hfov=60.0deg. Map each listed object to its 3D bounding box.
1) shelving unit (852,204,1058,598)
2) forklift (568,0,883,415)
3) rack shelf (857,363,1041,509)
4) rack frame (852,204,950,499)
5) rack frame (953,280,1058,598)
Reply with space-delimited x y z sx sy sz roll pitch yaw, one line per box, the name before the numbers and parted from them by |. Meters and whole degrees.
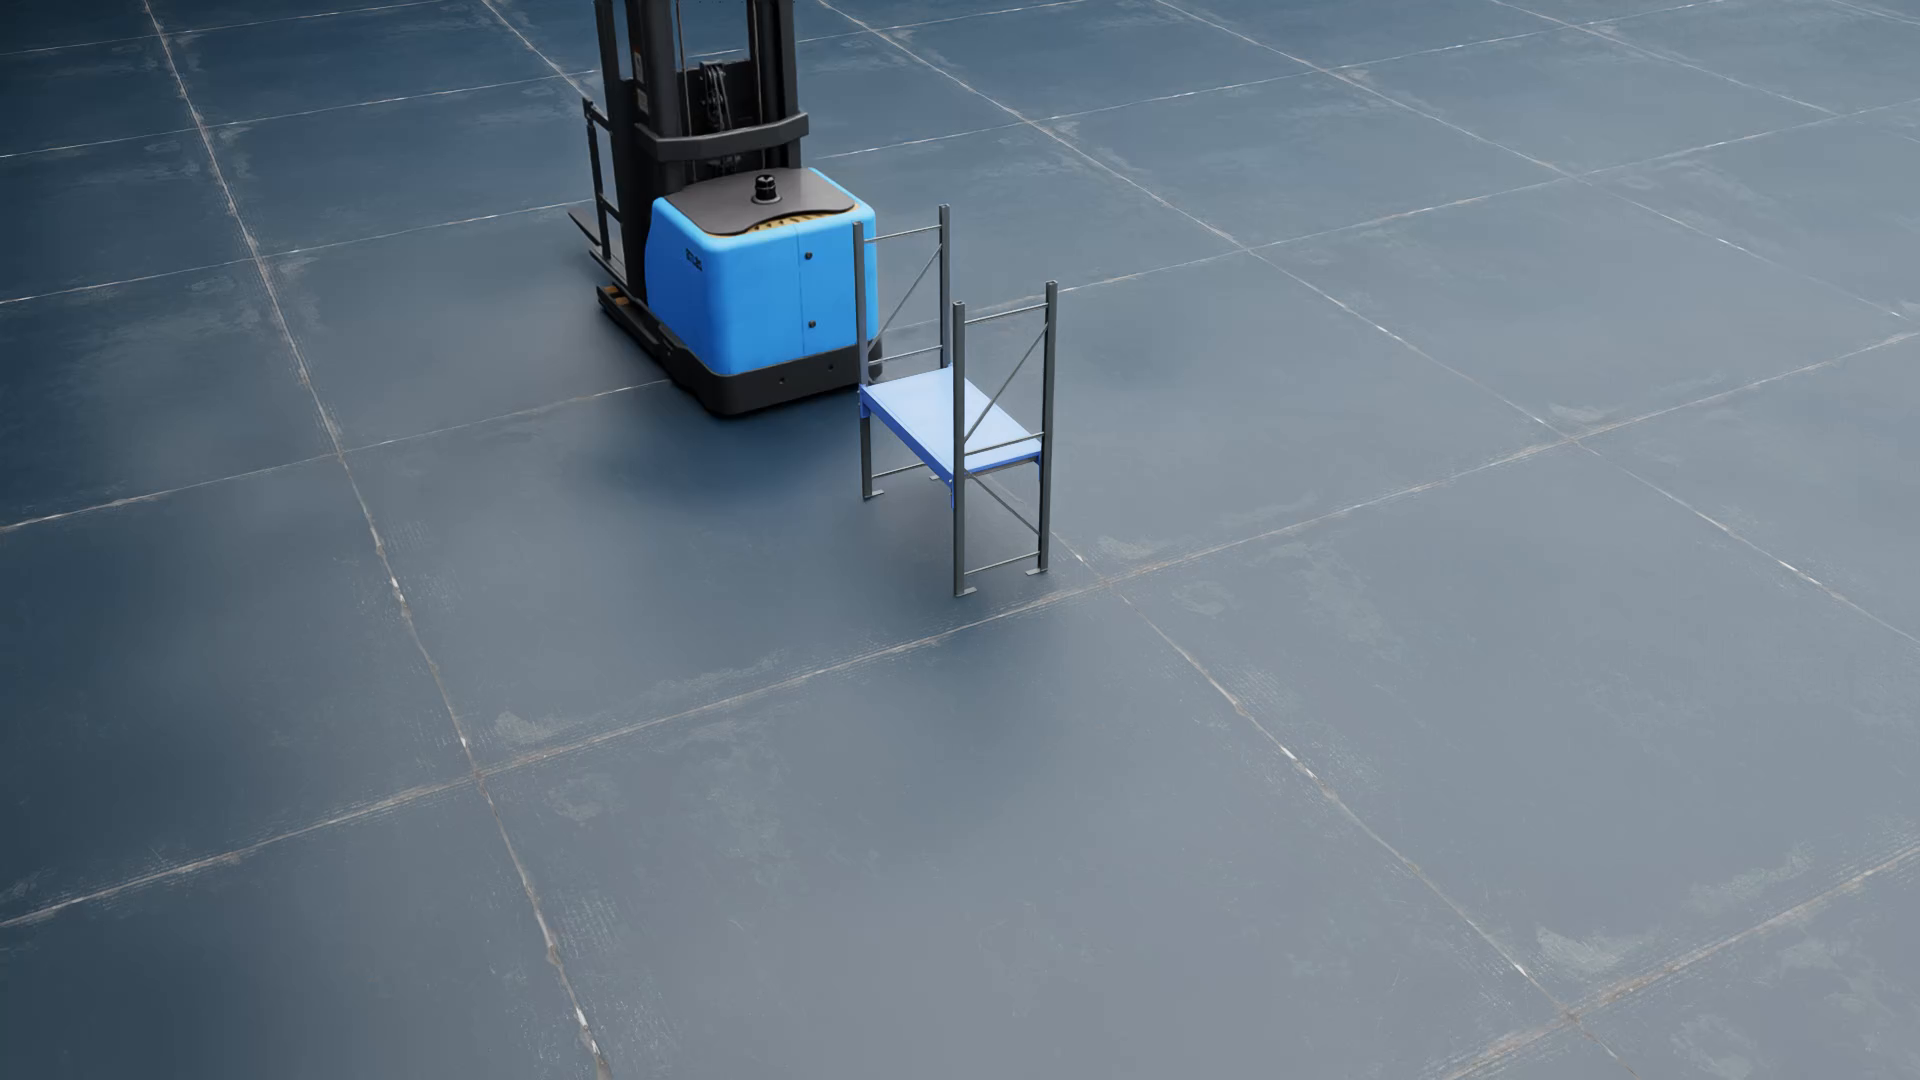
shelving unit | -0.040 -0.672 7.909 0.538 1.500 1.048 -16 36 -23
forklift | -1.627 -2.693 9.736 1.130 2.935 3.031 -18 37 -25
rack shelf | -0.040 -0.521 8.006 0.538 0.185 1.000 -16 36 -23
rack frame | -0.277 -0.915 8.288 0.500 1.500 0.032 -16 36 -23
rack frame | 0.197 -0.430 7.530 0.500 1.500 0.032 -16 36 -23
